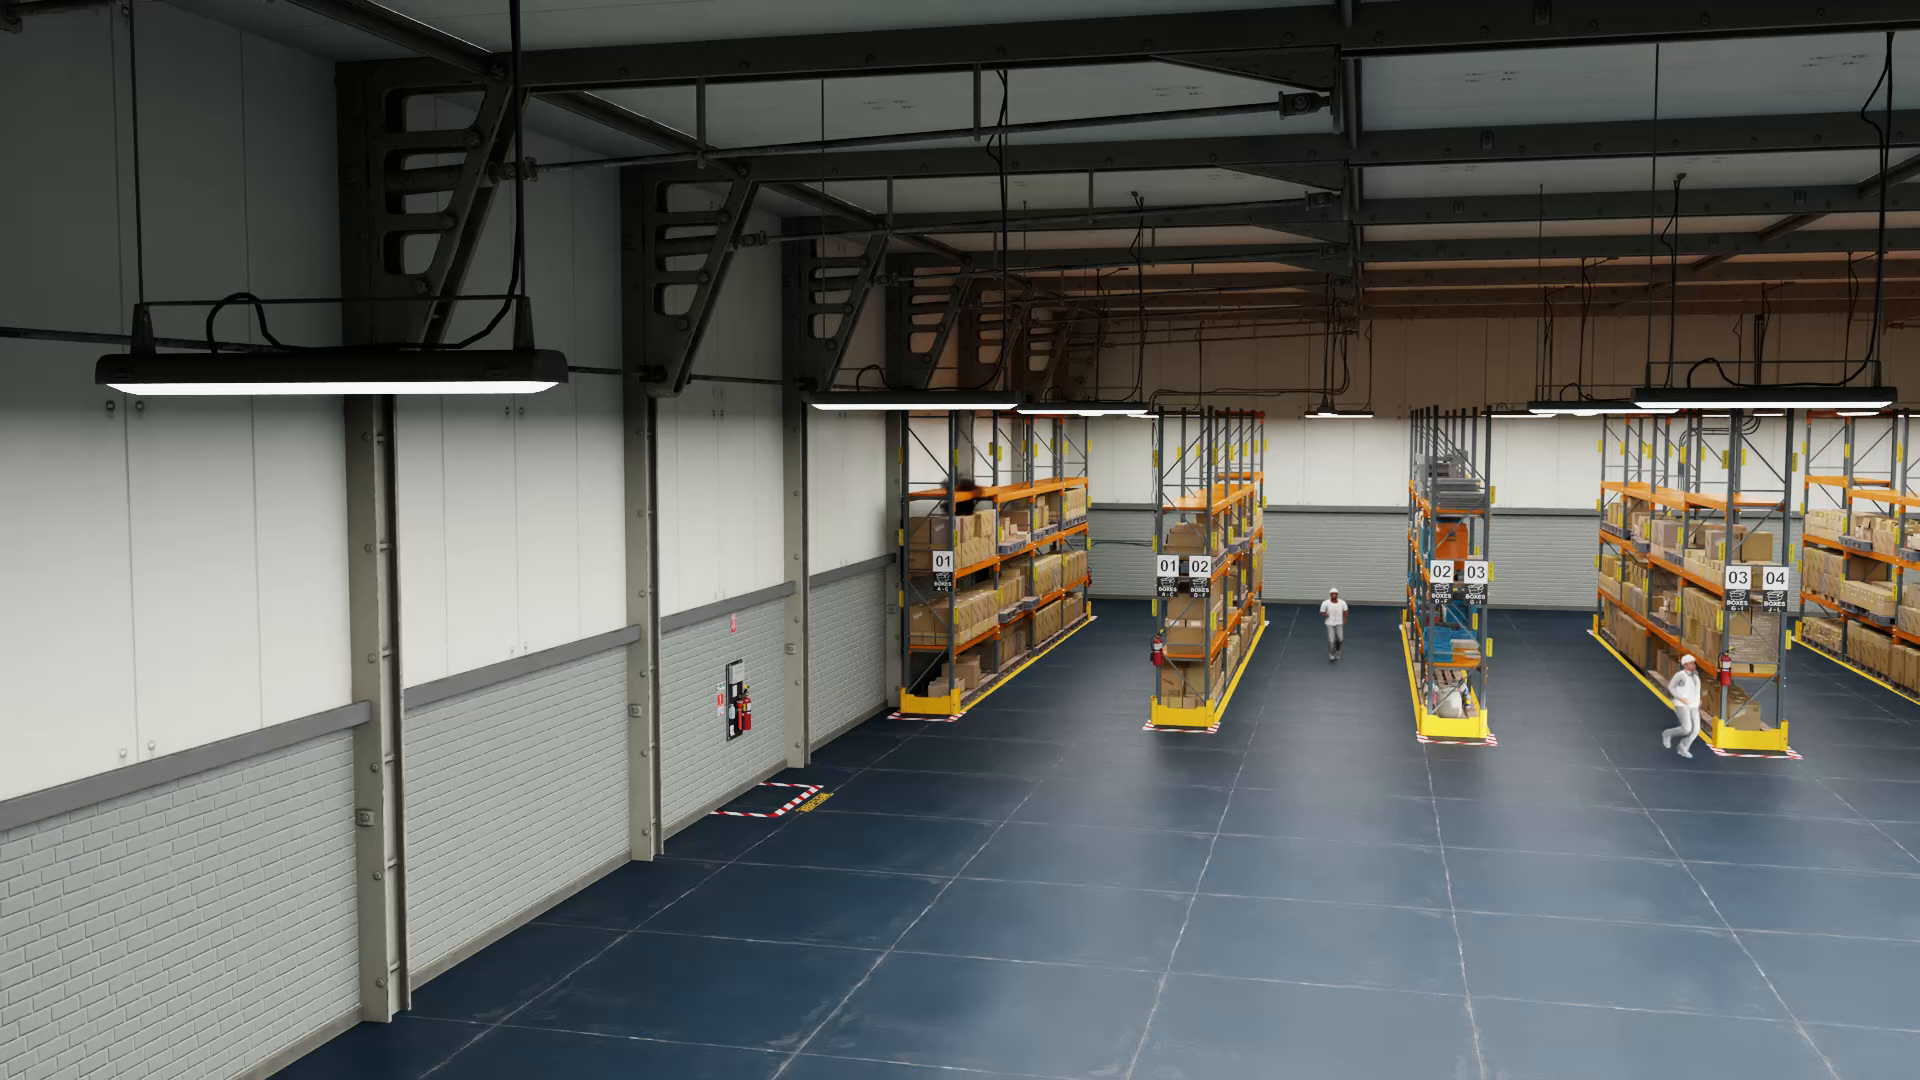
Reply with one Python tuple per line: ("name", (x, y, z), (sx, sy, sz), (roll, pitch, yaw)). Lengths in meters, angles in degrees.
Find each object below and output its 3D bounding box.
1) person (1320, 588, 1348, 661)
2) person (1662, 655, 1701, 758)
("person", (8.907, 2.013, 39.510), (0.682, 1.732, 0.617), (0, 4, 5))
("person", (12.419, 2.830, 28.509), (0.686, 1.741, 0.590), (-2, 5, -26))
